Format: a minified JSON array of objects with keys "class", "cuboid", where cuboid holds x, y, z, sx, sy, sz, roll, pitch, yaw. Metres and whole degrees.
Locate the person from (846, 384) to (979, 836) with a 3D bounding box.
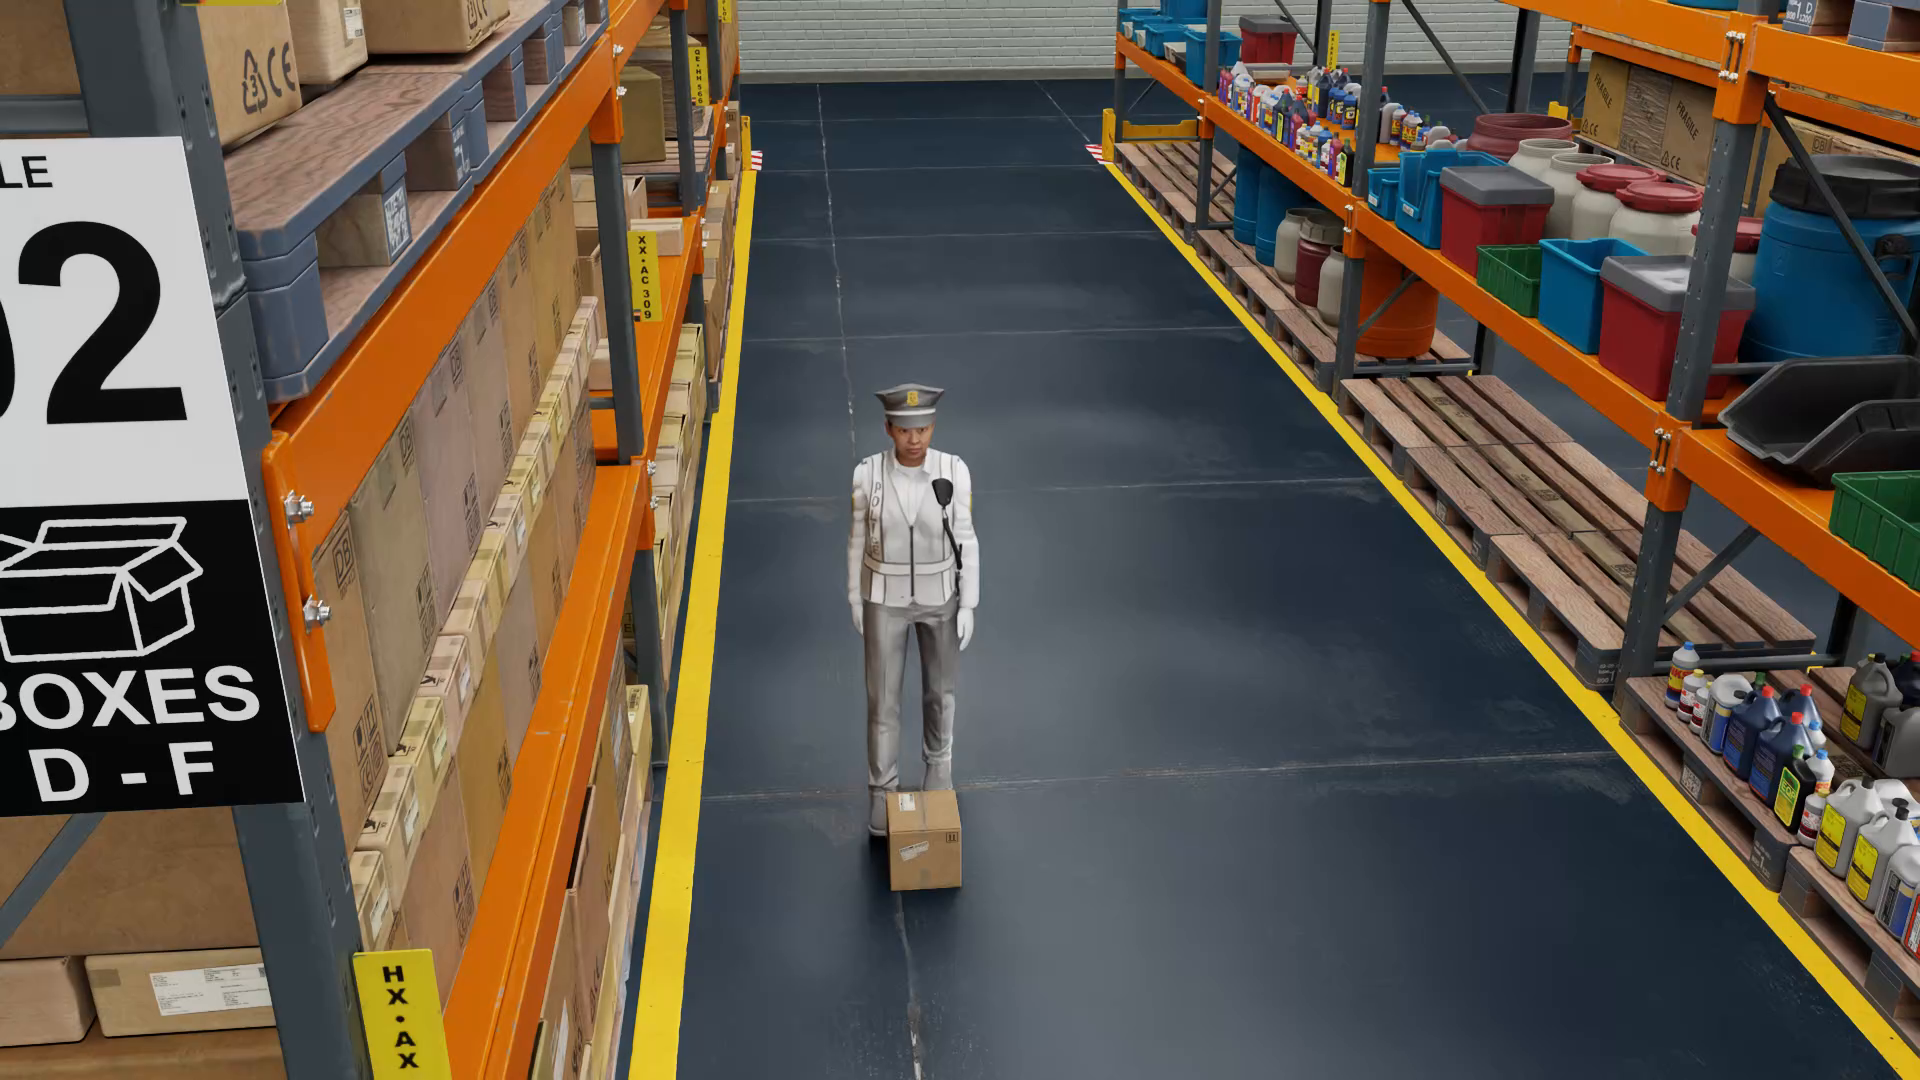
[{"class":"person","cuboid":[-0.169,0.245,6.018,0.481,1.690,0.531,-2,24,-5]}]
